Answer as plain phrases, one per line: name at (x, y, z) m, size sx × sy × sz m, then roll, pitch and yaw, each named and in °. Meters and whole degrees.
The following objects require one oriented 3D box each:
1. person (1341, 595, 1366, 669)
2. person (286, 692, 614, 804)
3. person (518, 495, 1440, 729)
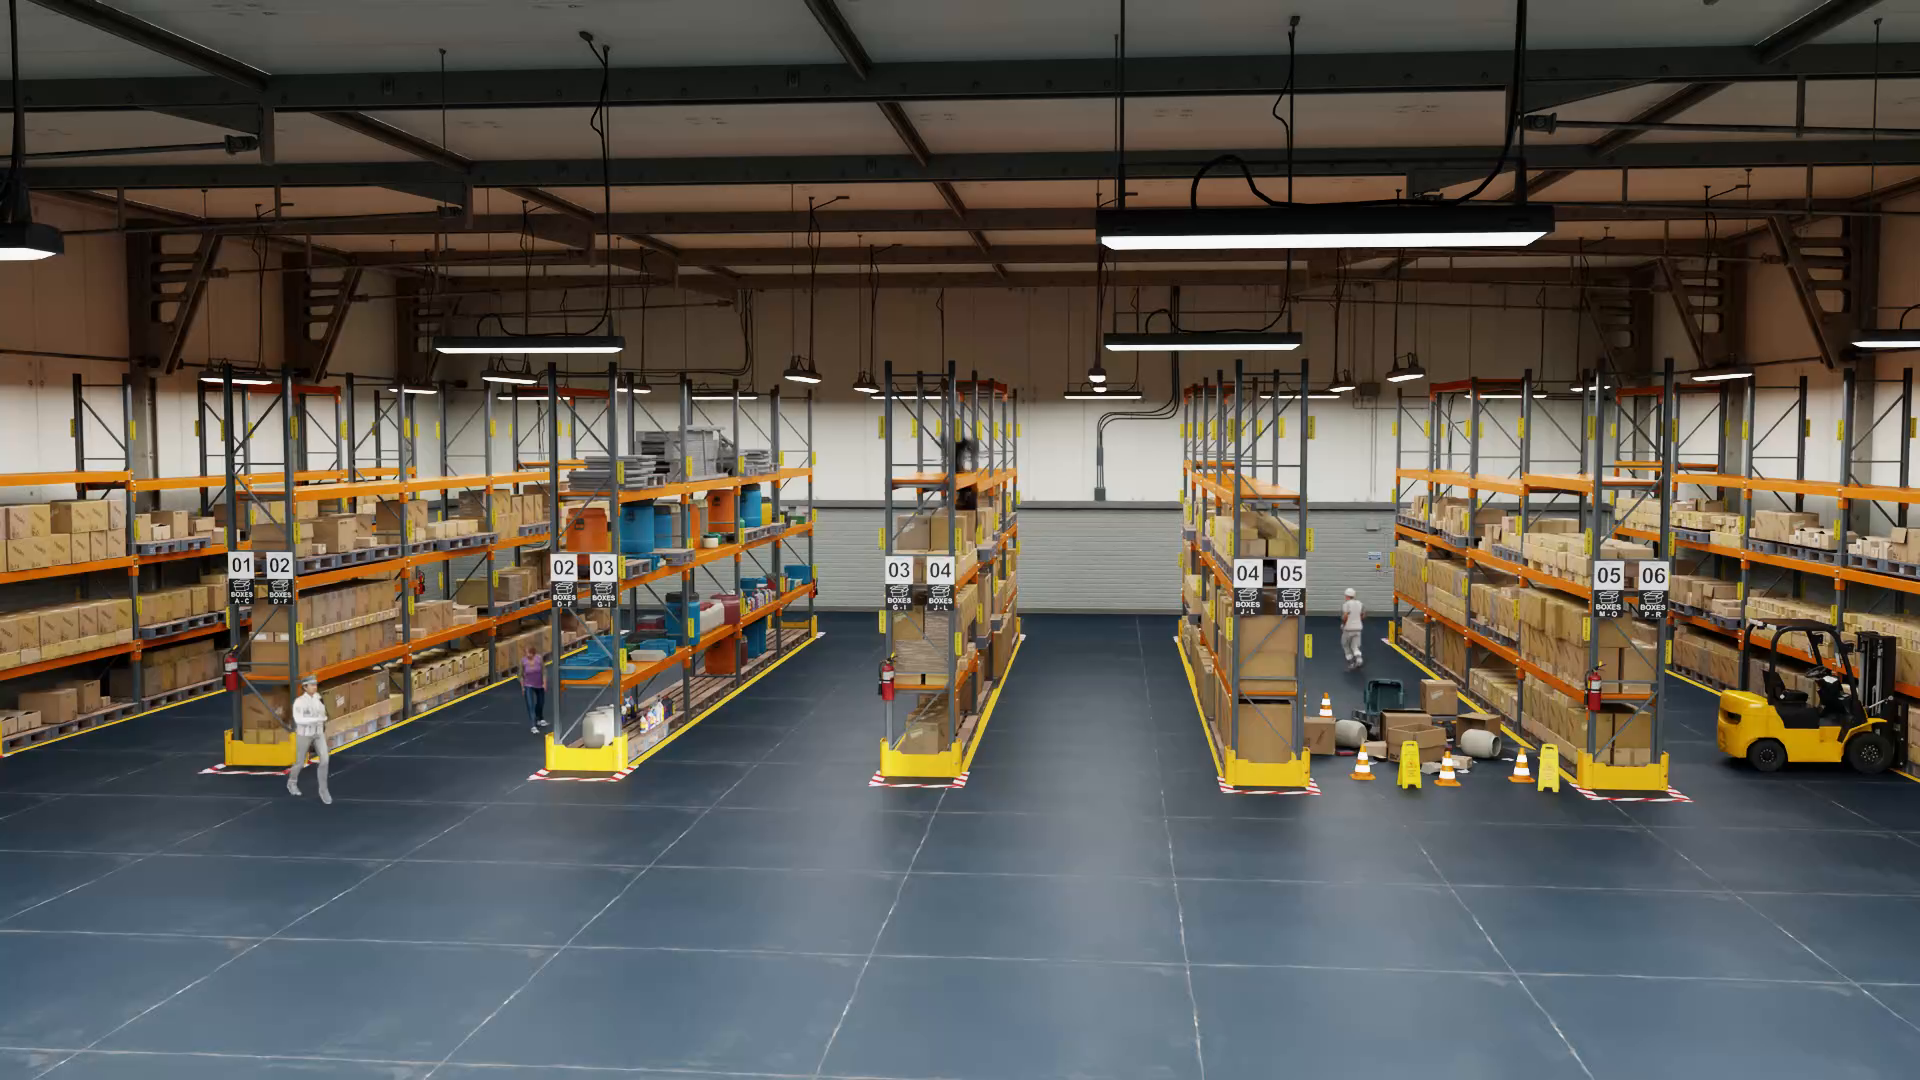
person at (8.131, 1.865, 34.135) m, size 0.627 × 1.628 × 0.723 m, roll -1°, pitch 4°, yaw -14°
person at (-7.194, 2.683, 24.148) m, size 1.570 × 1.498 × 5.148 m, roll 3°, pitch 5°, yaw 35°
person at (0.860, 0.941, 34.312) m, size 20.412 × 3.497 × 6.649 m, roll -2°, pitch 4°, yaw -23°
